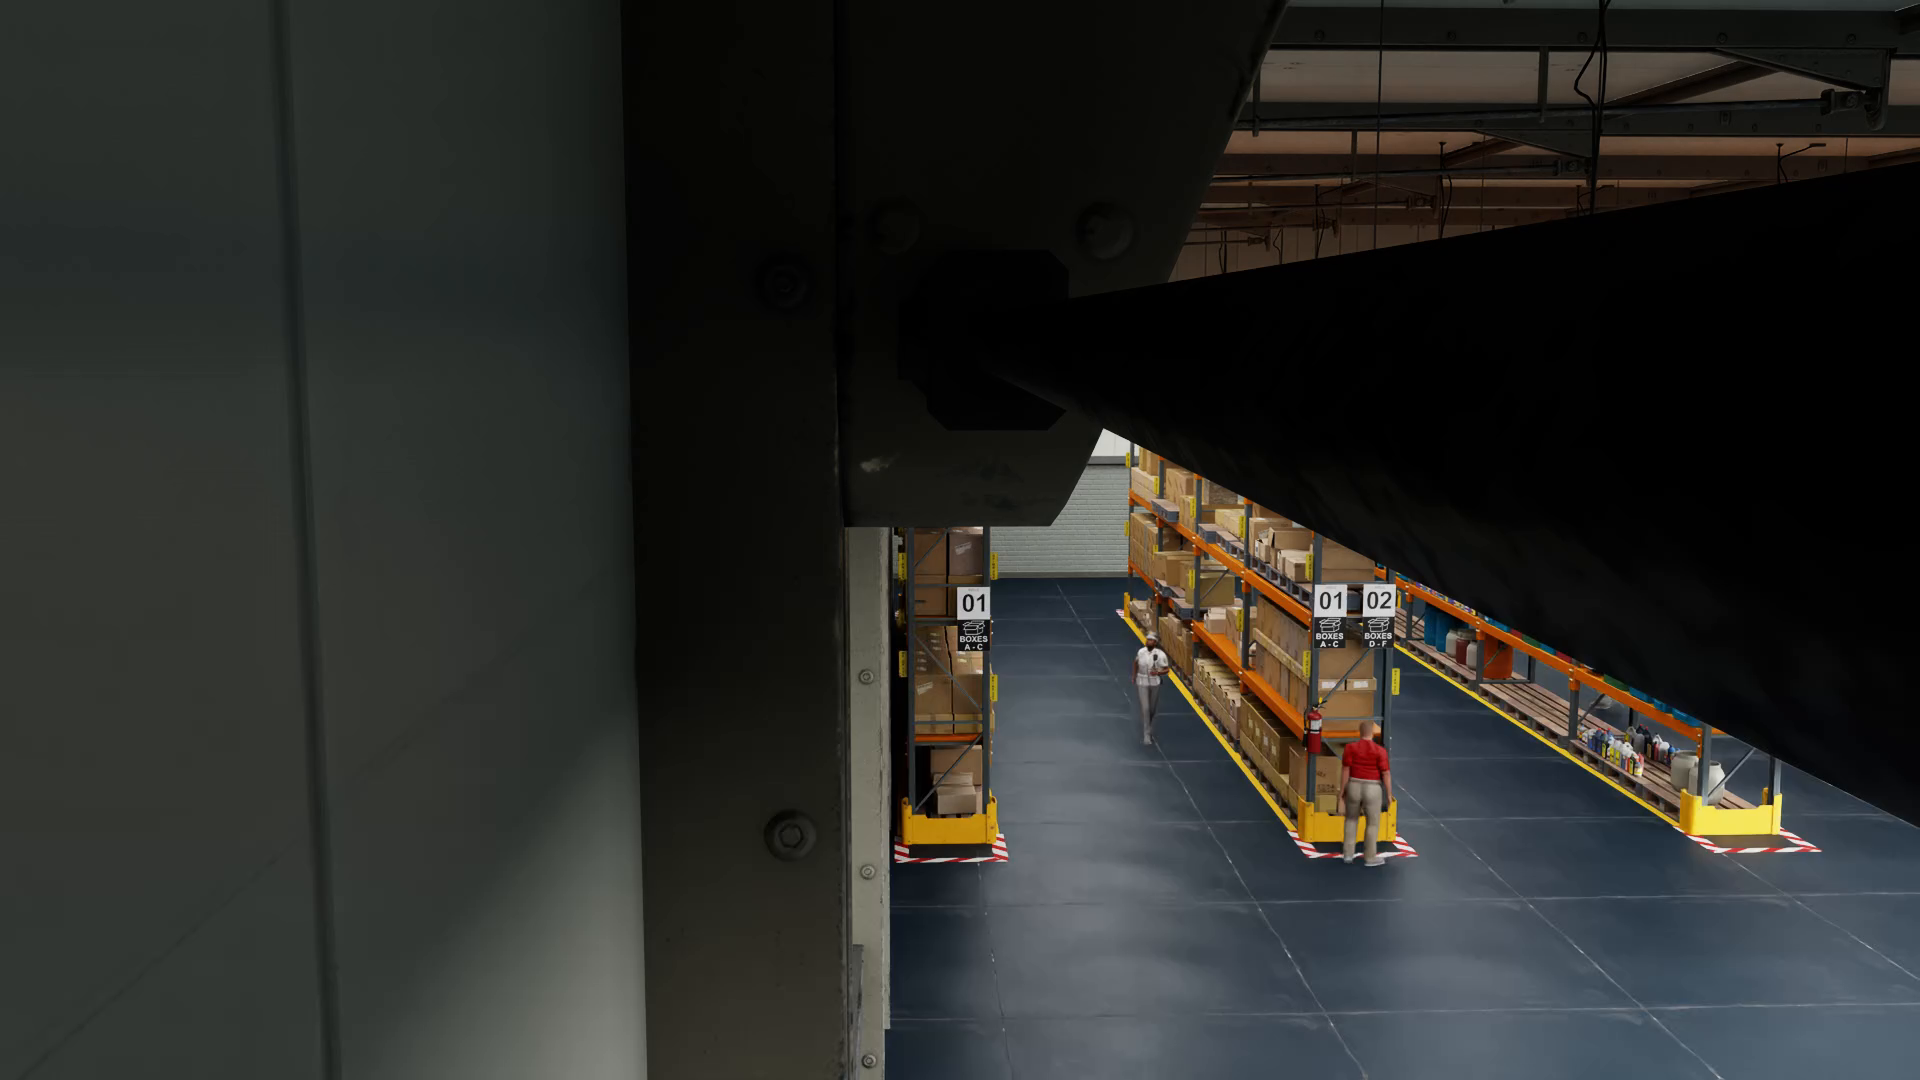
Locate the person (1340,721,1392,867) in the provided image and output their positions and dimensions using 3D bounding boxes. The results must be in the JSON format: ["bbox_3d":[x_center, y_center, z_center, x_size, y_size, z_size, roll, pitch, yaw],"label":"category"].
[{"bbox_3d":[4.791,3.021,19.587,0.598,1.822,0.350,4,8,29],"label":"person"}]

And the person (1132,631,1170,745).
[{"bbox_3d":[2.929,2.218,25.458,0.560,1.654,0.982,0,7,0],"label":"person"}]

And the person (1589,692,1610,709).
[{"bbox_3d":[10.704,1.924,27.608,0.428,1.765,0.548,2,7,12],"label":"person"}]
